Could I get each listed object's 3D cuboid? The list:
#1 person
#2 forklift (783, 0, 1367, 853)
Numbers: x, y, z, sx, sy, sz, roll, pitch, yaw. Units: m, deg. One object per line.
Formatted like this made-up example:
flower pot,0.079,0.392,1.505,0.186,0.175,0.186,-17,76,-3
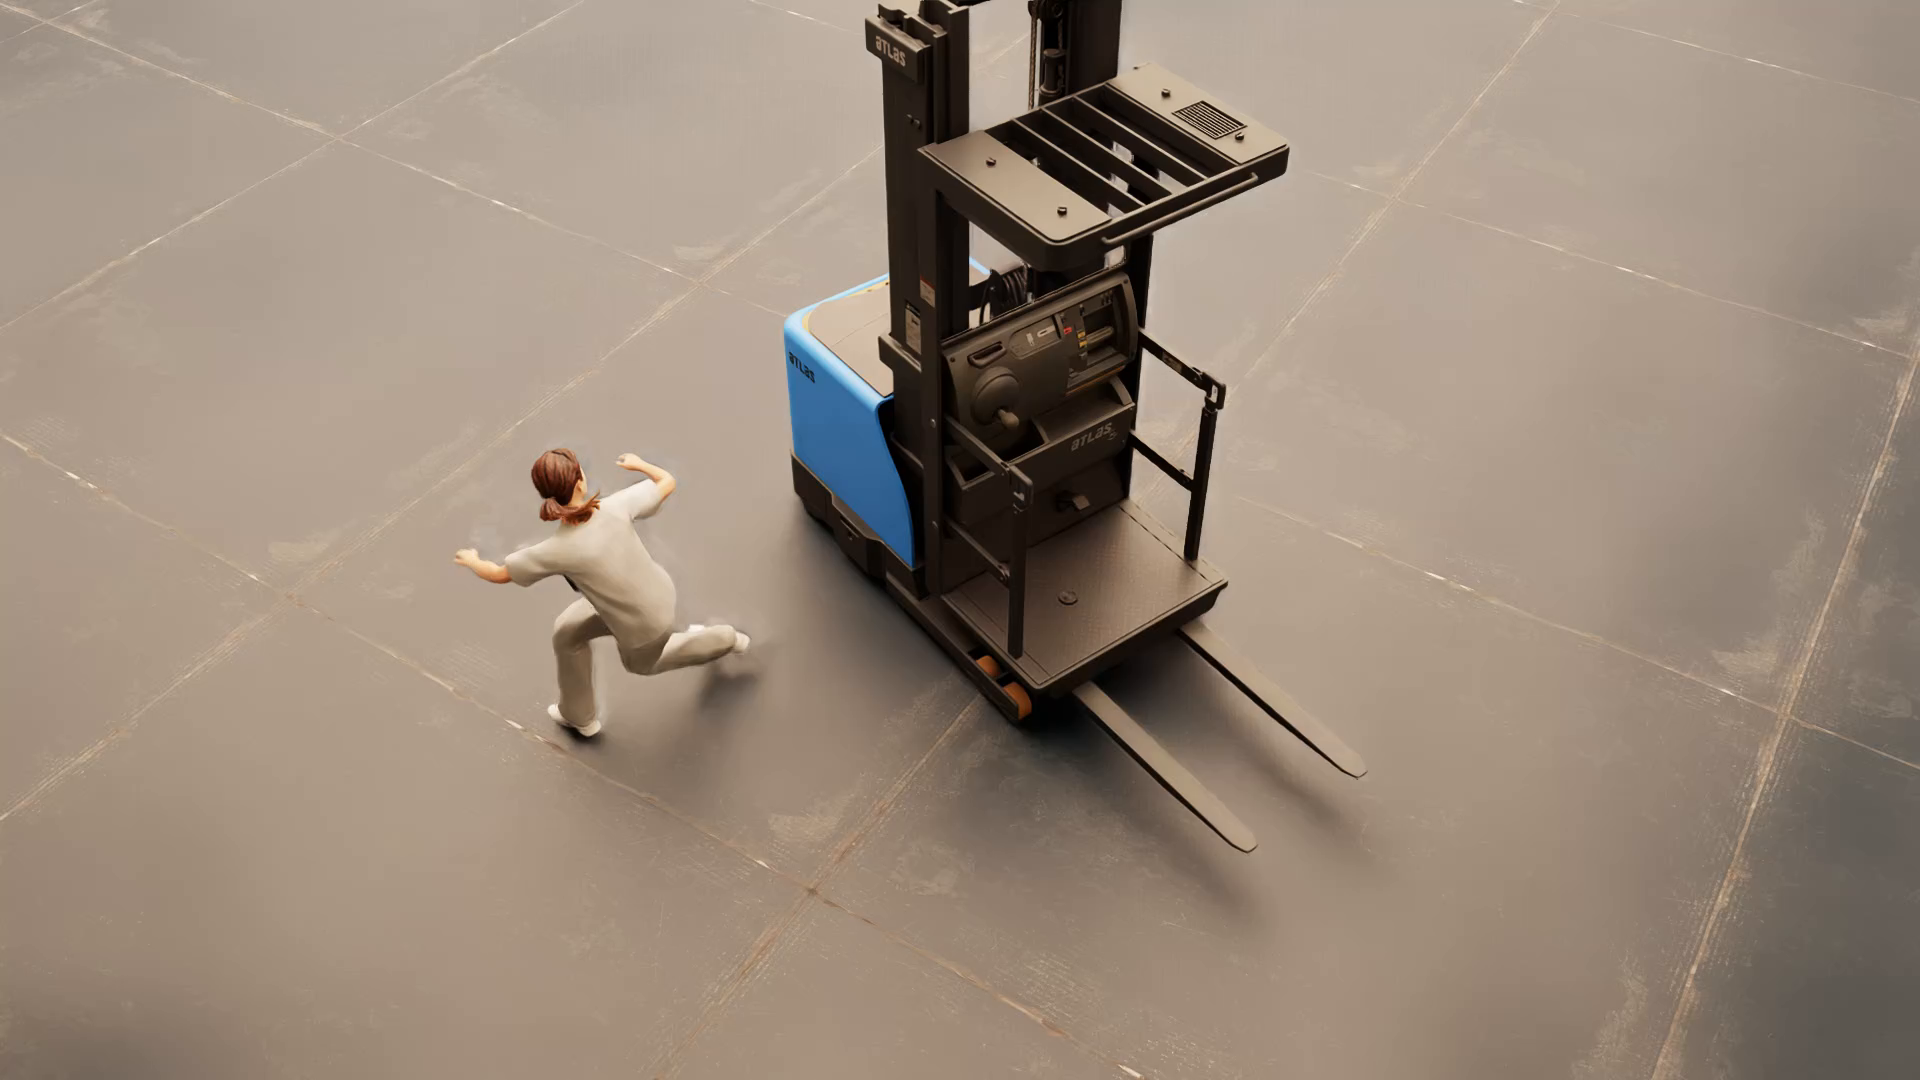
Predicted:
person,-1.481,0.128,6.830,1.071,1.461,0.797,6,44,6
forklift,0.467,-0.673,6.558,1.130,2.935,3.031,-27,50,-26
